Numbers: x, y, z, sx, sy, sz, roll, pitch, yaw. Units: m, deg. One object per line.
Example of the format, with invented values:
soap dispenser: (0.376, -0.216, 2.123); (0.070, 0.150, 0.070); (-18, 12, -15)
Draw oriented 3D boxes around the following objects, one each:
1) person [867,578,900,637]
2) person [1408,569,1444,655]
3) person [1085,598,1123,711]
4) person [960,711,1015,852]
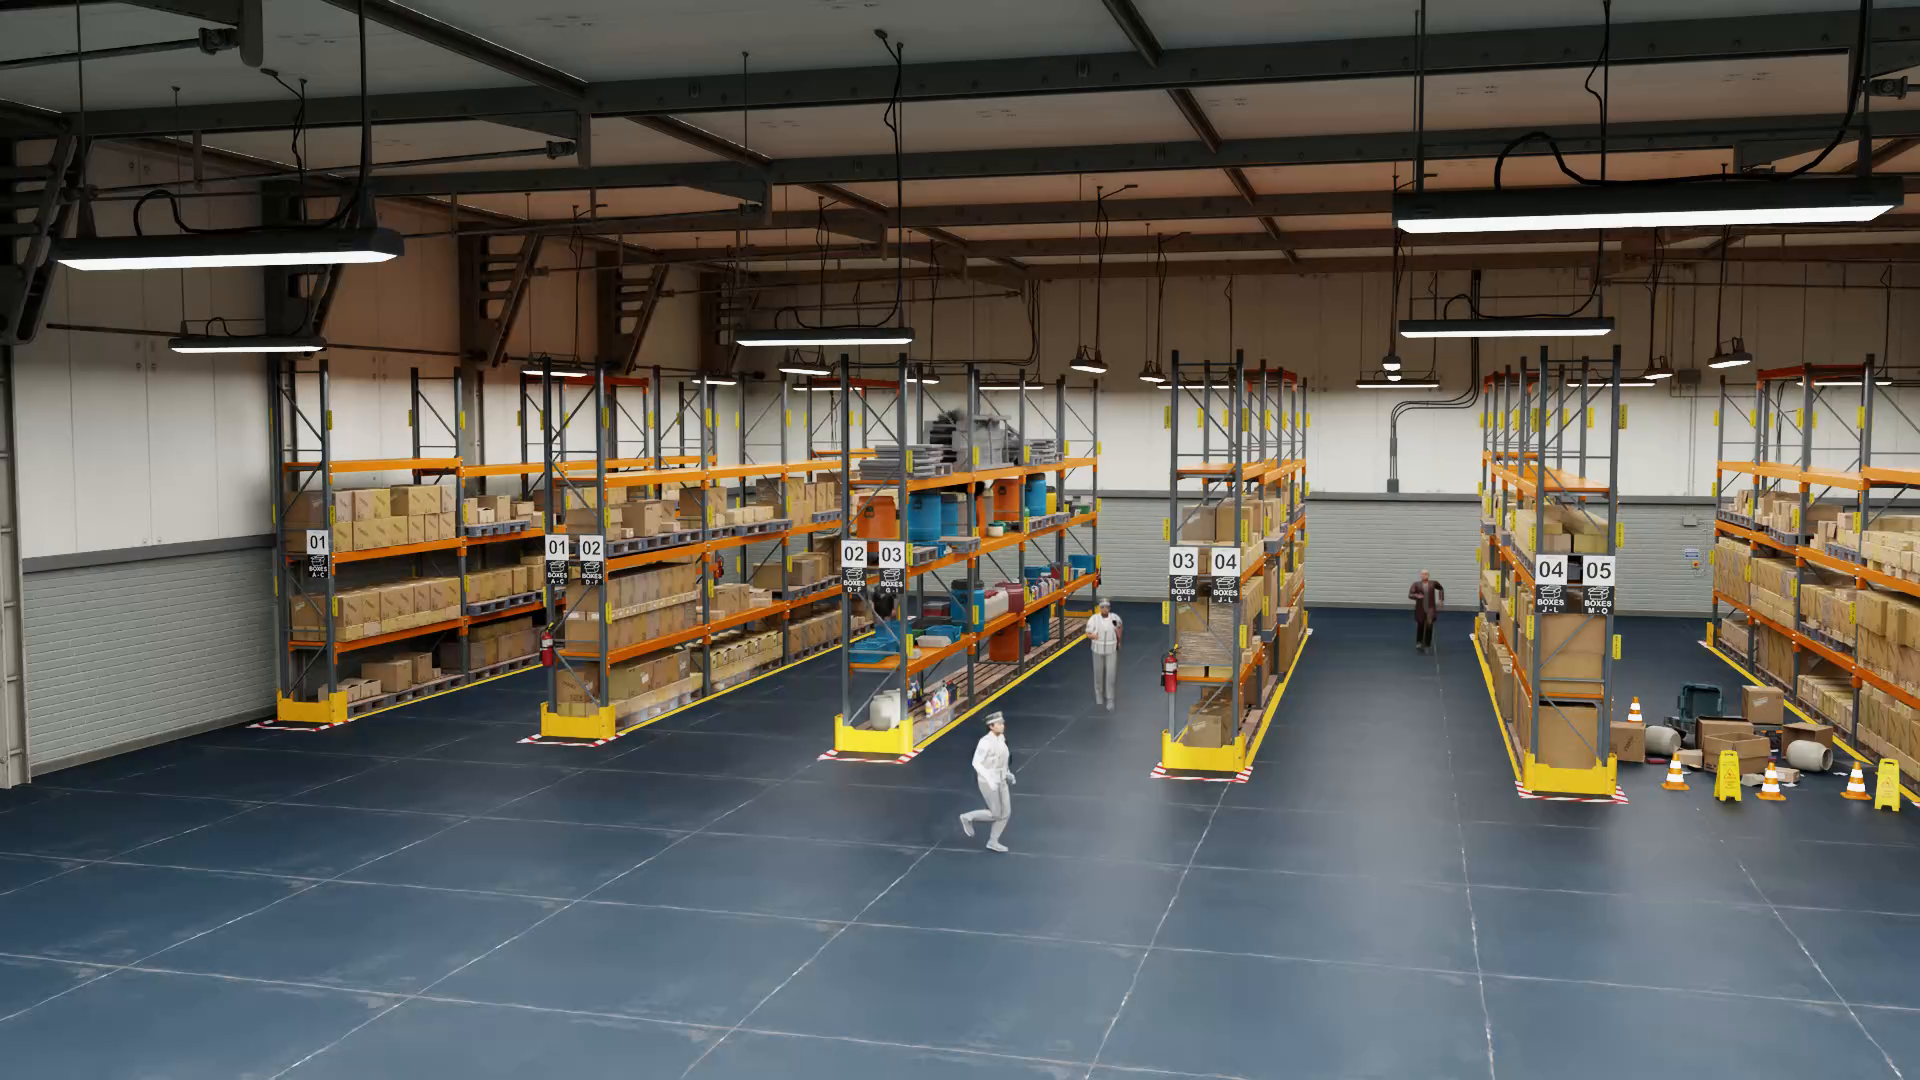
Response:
person: (-1.519, 1.529, 32.778); (0.668, 1.733, 0.569); (0, 4, 5)
person: (10.056, 1.539, 35.880); (0.733, 1.834, 0.984); (1, 4, 18)
person: (2.377, 1.845, 27.427); (0.621, 1.804, 0.875); (0, 4, 3)
person: (0.321, 2.794, 19.399); (0.593, 1.648, 0.603); (3, 5, 34)
